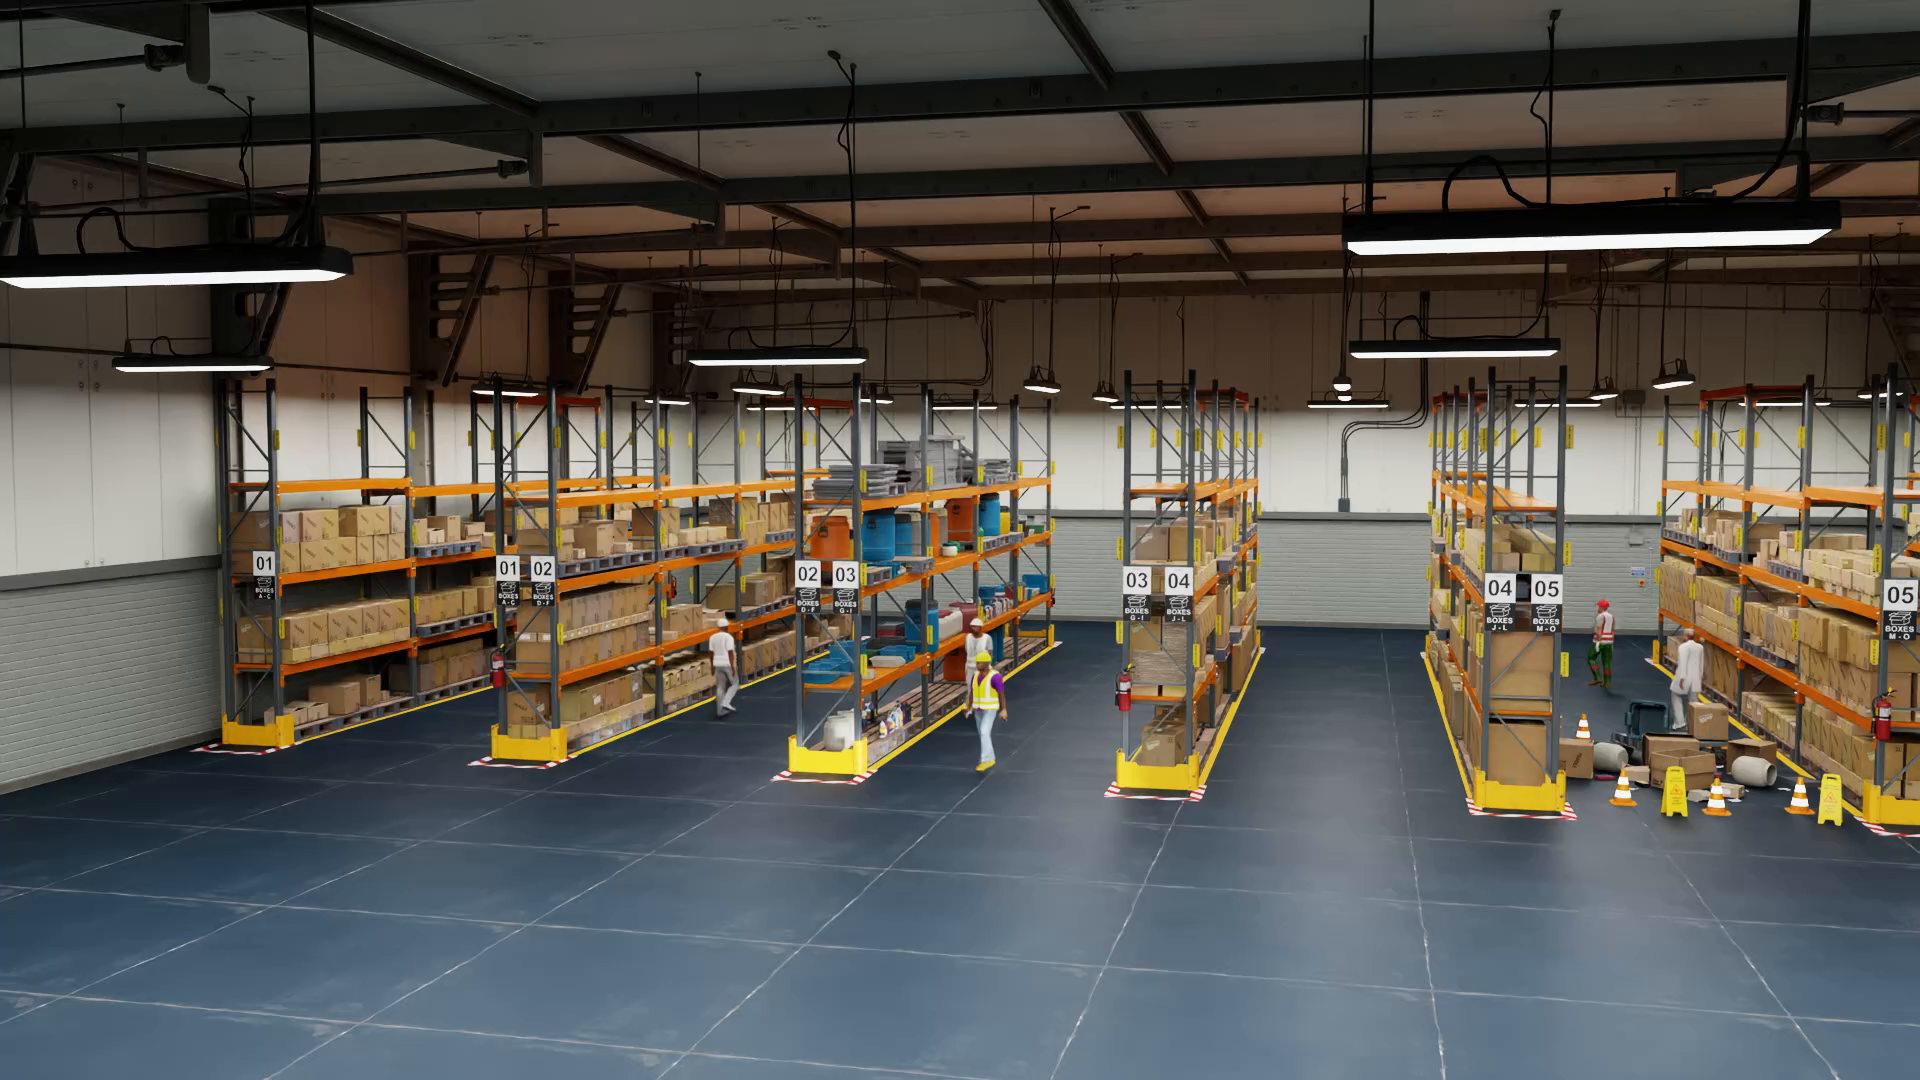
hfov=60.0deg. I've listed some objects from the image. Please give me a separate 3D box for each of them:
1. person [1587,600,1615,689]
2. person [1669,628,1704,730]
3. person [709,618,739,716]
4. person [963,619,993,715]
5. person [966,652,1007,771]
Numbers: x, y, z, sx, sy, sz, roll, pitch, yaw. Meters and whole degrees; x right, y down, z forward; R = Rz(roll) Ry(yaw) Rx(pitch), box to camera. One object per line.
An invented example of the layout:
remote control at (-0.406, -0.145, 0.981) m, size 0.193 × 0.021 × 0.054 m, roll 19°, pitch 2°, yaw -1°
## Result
person at (12.967, 2.085, 33.480) m, size 0.525 × 1.761 × 0.518 m, roll 0°, pitch 3°, yaw -7°
person at (12.514, 2.422, 28.474) m, size 0.574 × 1.814 × 0.595 m, roll 0°, pitch 3°, yaw -1°
person at (-4.318, 2.302, 30.242) m, size 0.601 × 1.756 × 0.493 m, roll 1°, pitch 4°, yaw 22°
person at (0.303, 2.299, 30.064) m, size 0.575 × 1.738 × 1.024 m, roll 1°, pitch 4°, yaw 14°
person at (0.299, 2.601, 25.323) m, size 0.625 × 1.757 × 0.760 m, roll 3°, pitch 5°, yaw 44°
